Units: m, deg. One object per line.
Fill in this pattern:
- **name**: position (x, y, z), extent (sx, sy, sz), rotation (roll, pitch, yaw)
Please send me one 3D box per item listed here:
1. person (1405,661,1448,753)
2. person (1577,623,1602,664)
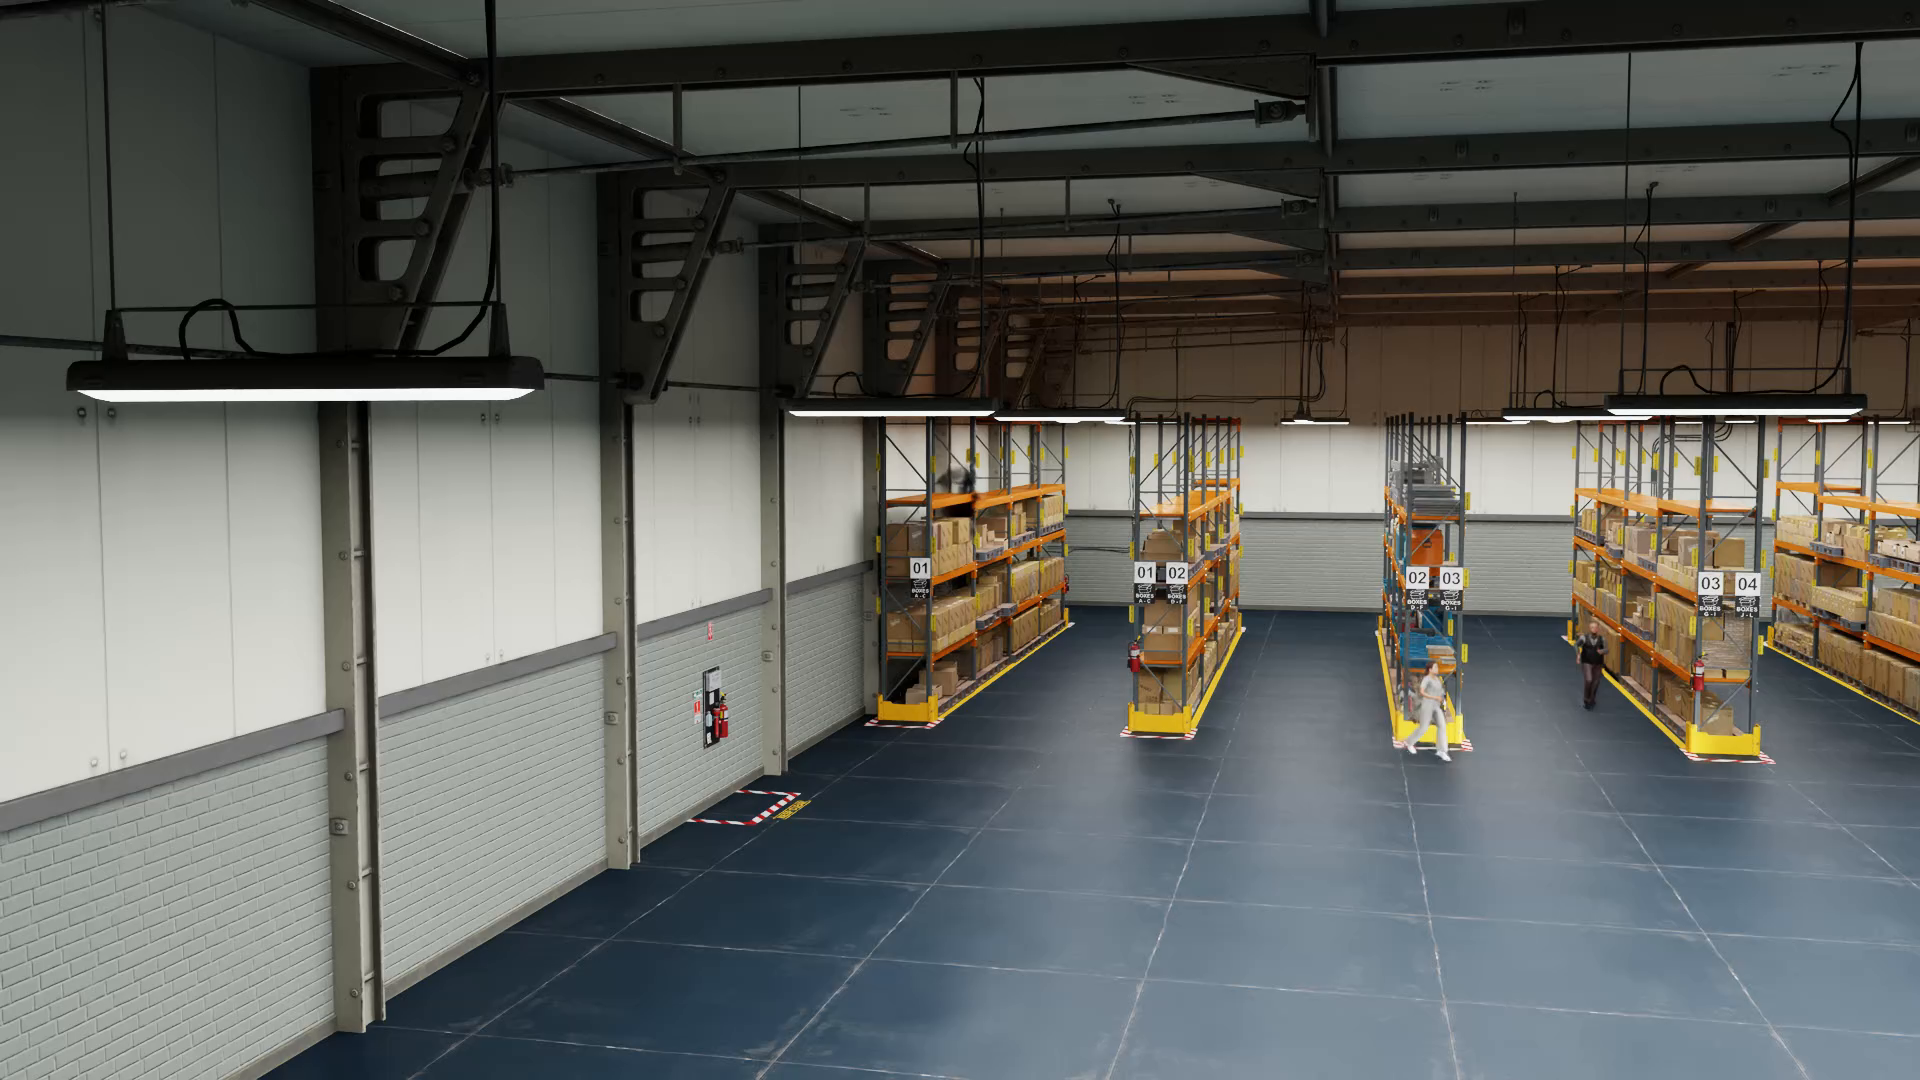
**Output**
- **person**: position (8.136, 2.872, 28.839), extent (0.601, 1.574, 0.797), rotation (-3, 5, -38)
- **person**: position (12.820, 2.120, 33.783), extent (0.475, 0.852, 0.577), rotation (0, 4, 7)
